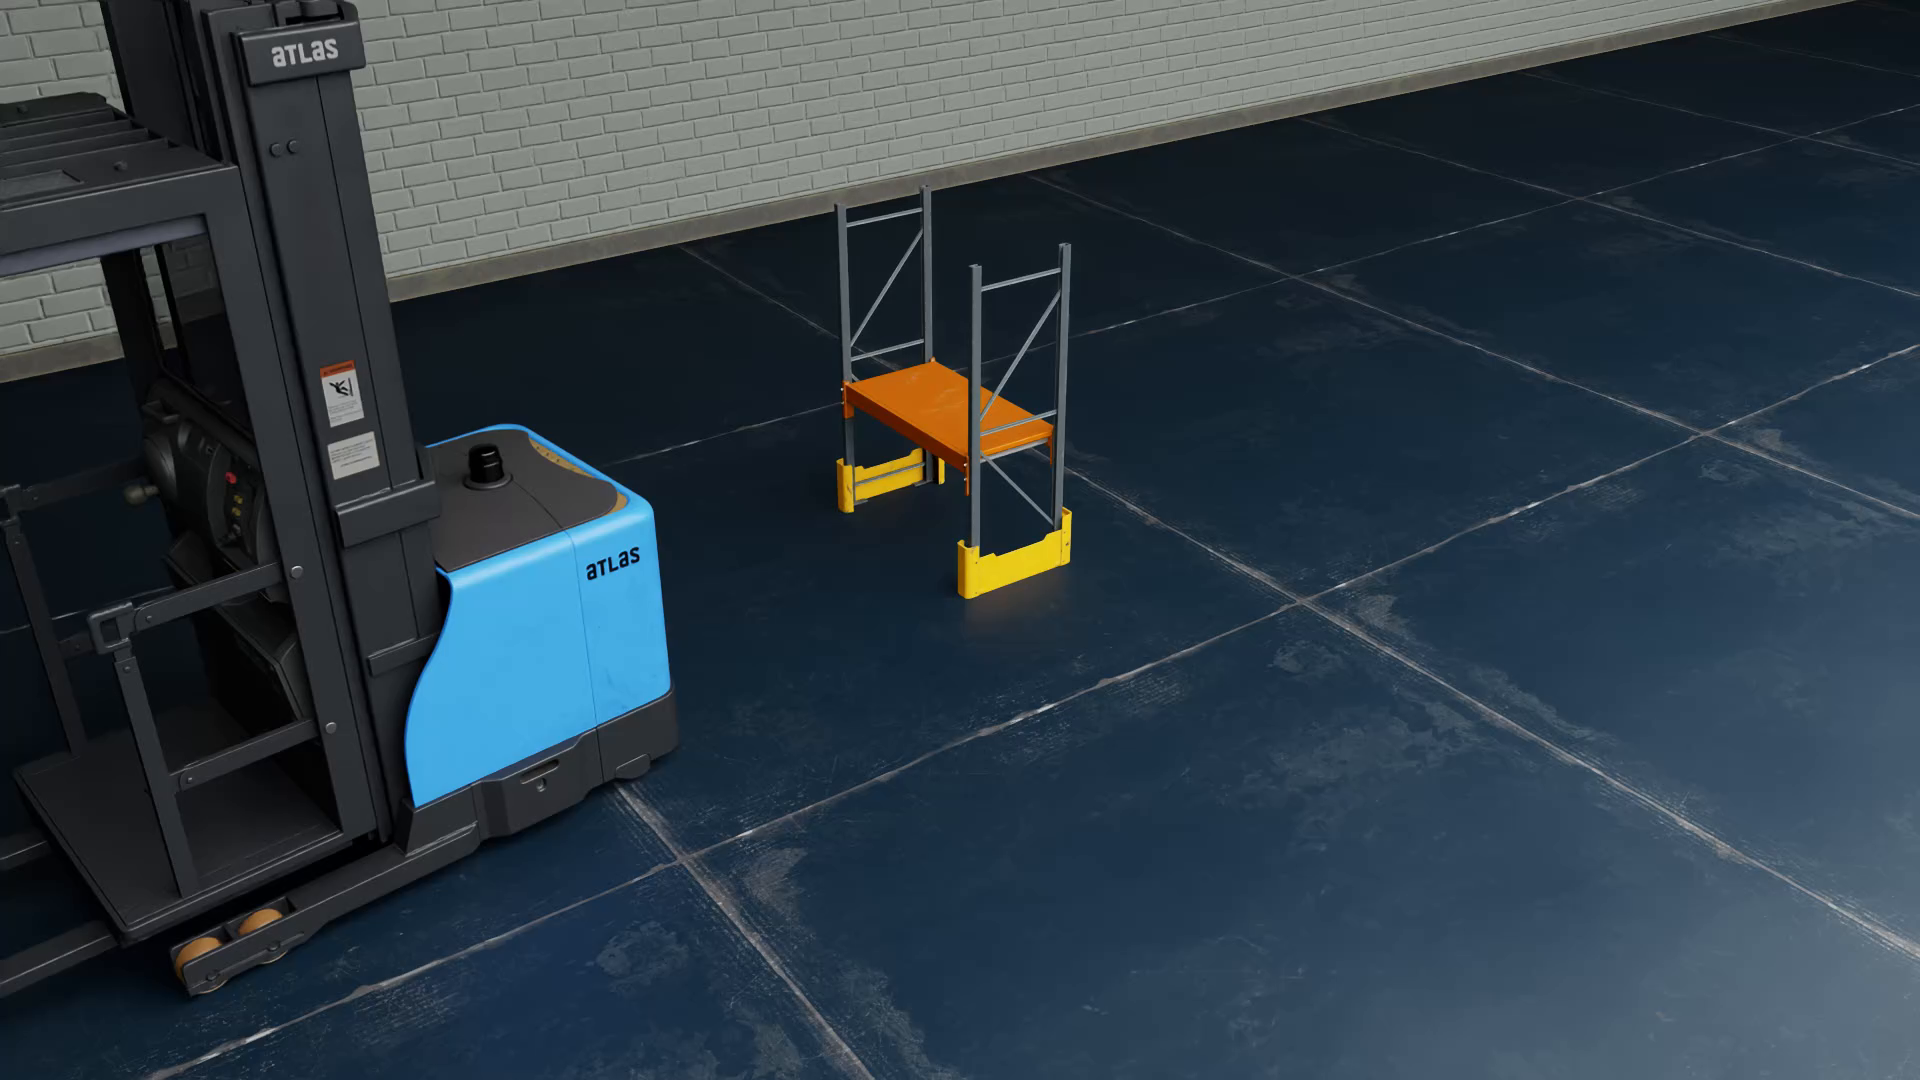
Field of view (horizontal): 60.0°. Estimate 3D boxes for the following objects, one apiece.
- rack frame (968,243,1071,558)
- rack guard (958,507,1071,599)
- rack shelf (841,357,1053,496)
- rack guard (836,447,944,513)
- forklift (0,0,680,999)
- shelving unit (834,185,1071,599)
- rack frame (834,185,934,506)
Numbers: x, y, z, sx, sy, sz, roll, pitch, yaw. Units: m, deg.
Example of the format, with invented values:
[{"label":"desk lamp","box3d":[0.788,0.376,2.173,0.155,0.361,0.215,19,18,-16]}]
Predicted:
[{"label":"rack frame","box3d":[0.245,-0.495,7.089,0.500,1.500,0.032,-19,34,-31]},{"label":"rack guard","box3d":[0.245,0.054,7.388,0.587,0.250,0.087,-19,34,-31]},{"label":"rack shelf","box3d":[-0.049,-0.534,7.539,0.538,0.185,1.000,-19,34,-31]},{"label":"rack guard","box3d":[-0.333,-0.333,8.101,0.587,0.250,0.087,-19,34,-31]},{"label":"forklift","box3d":[-2.473,-0.165,4.982,3.031,2.935,1.130,-24,36,-37]},{"label":"shelving unit","box3d":[-0.044,-0.689,7.447,0.587,1.500,1.083,-19,34,-31]},{"label":"rack frame","box3d":[-0.344,-0.890,7.817,0.500,1.500,0.032,-19,34,-31]}]
